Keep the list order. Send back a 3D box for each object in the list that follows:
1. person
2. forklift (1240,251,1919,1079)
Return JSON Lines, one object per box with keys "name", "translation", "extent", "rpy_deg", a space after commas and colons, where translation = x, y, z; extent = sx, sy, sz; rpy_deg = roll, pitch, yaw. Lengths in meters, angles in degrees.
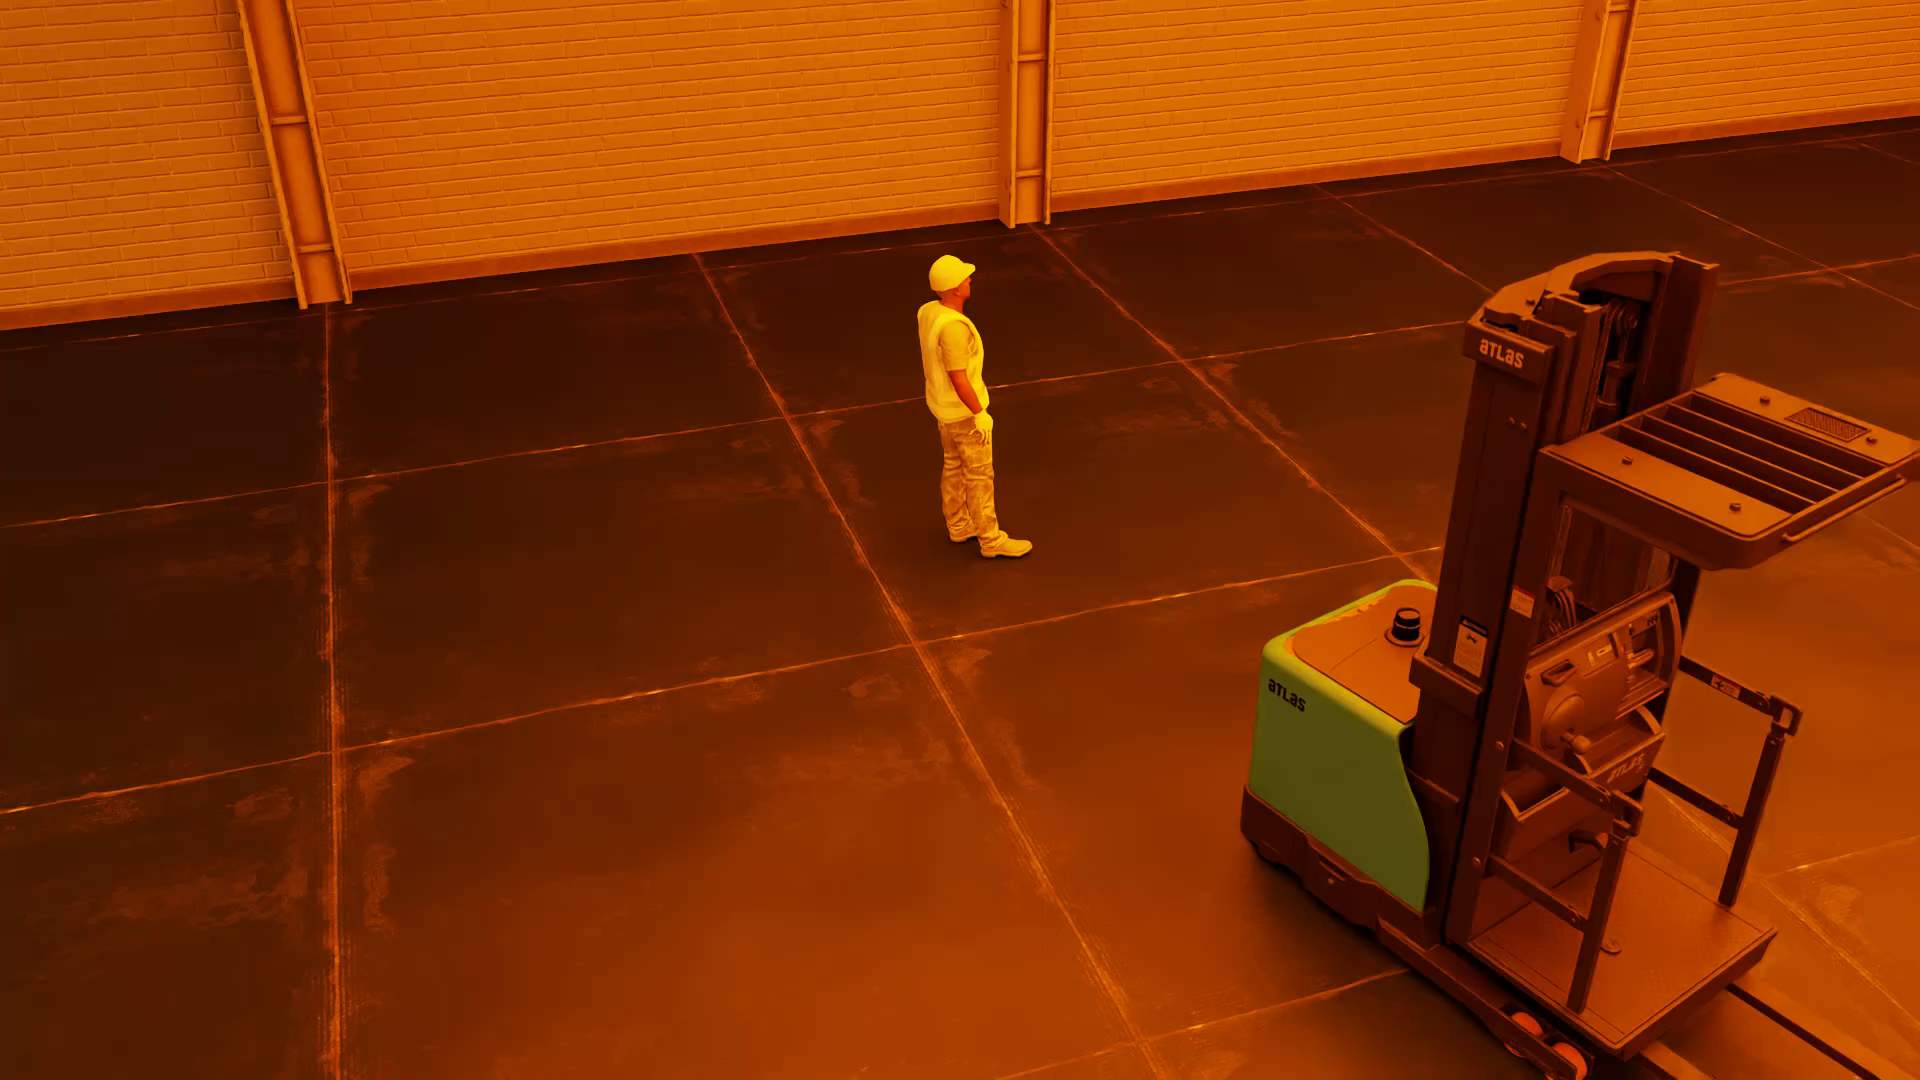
{"name": "person", "translation": [0.071, -0.786, 9.590], "extent": [0.577, 1.782, 0.656], "rpy_deg": [-10, 31, -16]}
{"name": "forklift", "translation": [2.552, 0.551, 6.129], "extent": [1.130, 2.935, 3.031], "rpy_deg": [-20, 35, -31]}
